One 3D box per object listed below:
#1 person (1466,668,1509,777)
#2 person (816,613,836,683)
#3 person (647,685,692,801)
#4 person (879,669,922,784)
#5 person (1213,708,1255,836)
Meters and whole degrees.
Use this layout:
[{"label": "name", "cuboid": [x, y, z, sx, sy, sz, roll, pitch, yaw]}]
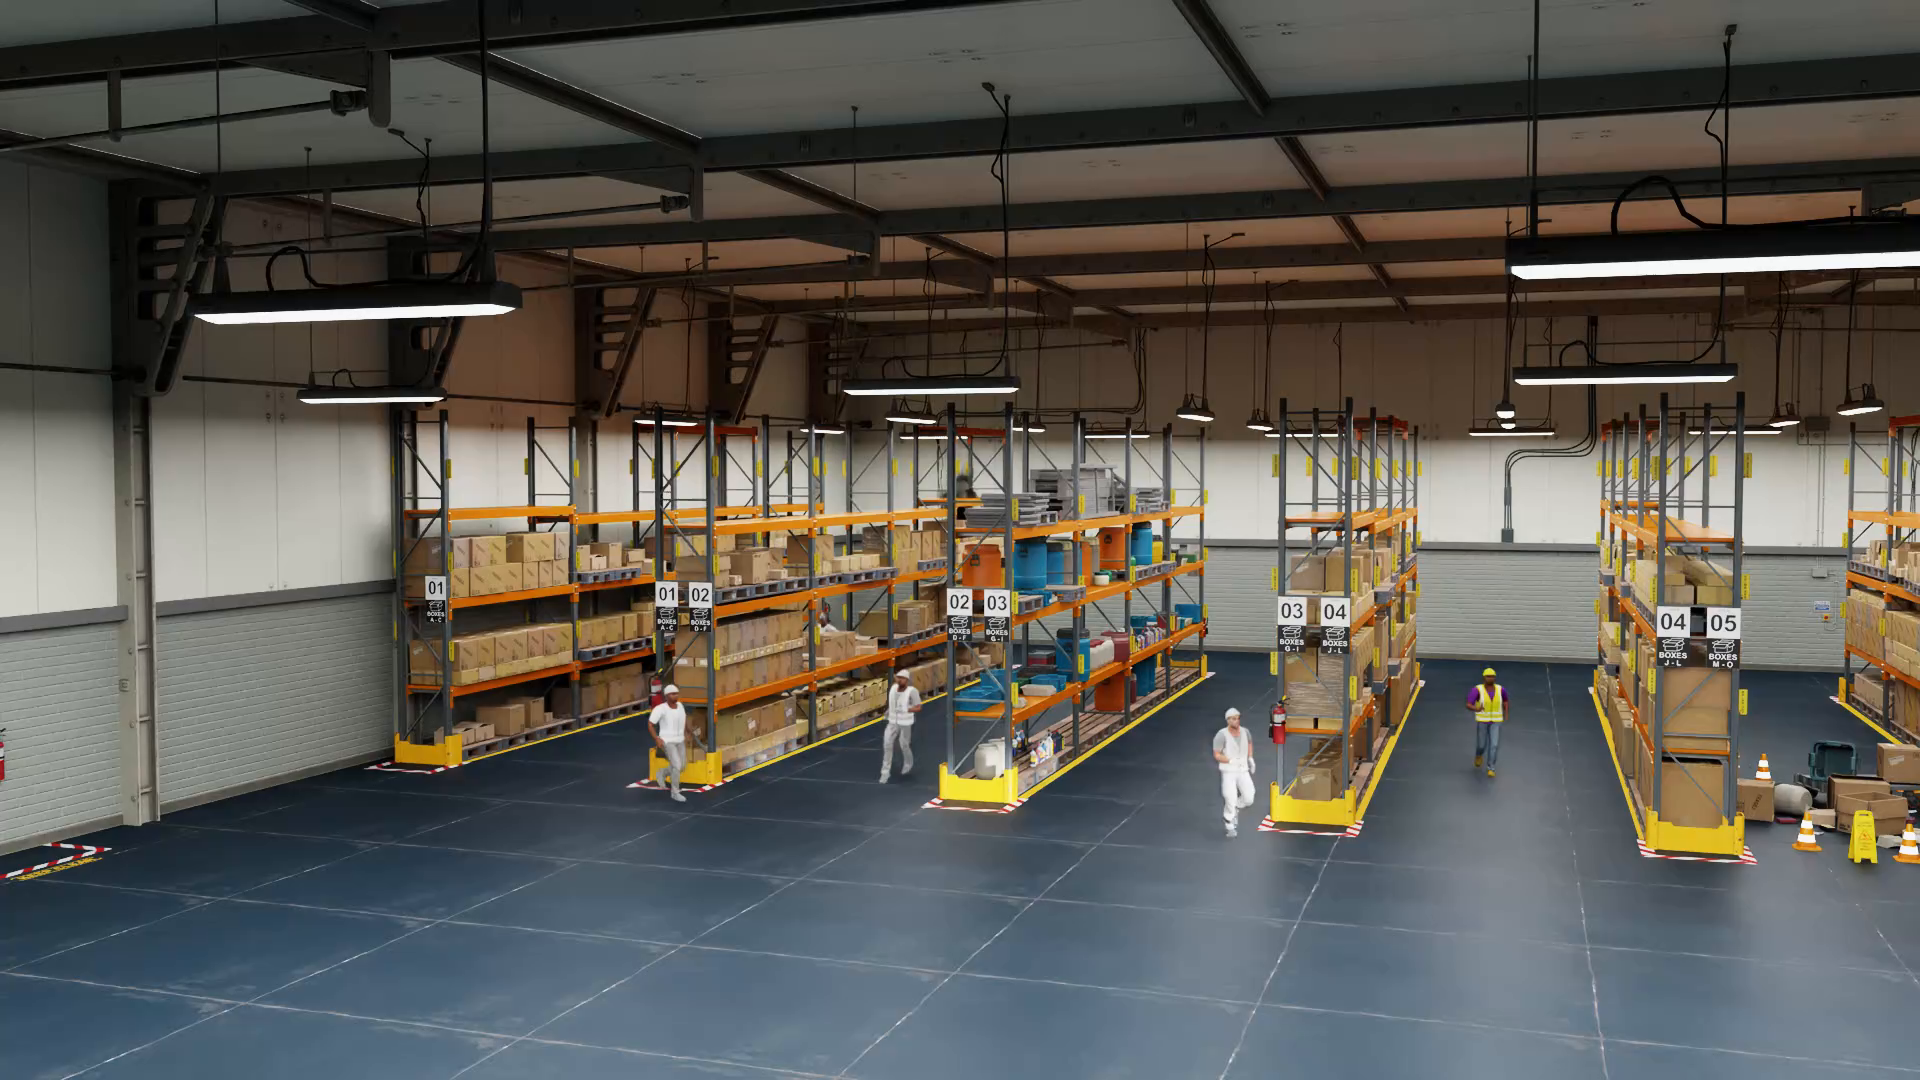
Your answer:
[{"label": "person", "cuboid": [8.616, 2.958, 27.138, 0.715, 1.741, 0.822, 0, 2, 6]}, {"label": "person", "cuboid": [-3.037, 2.533, 37.350, 0.686, 1.826, 0.872, 1, 3, 17]}, {"label": "person", "cuboid": [-4.395, 3.066, 25.248, 0.664, 1.749, 0.732, 2, 3, 34]}, {"label": "person", "cuboid": [-0.916, 2.974, 26.727, 0.689, 1.816, 0.918, 1, 3, 24]}, {"label": "person", "cuboid": [3.770, 3.160, 22.605, 0.674, 1.756, 0.631, -1, 3, -19]}]
